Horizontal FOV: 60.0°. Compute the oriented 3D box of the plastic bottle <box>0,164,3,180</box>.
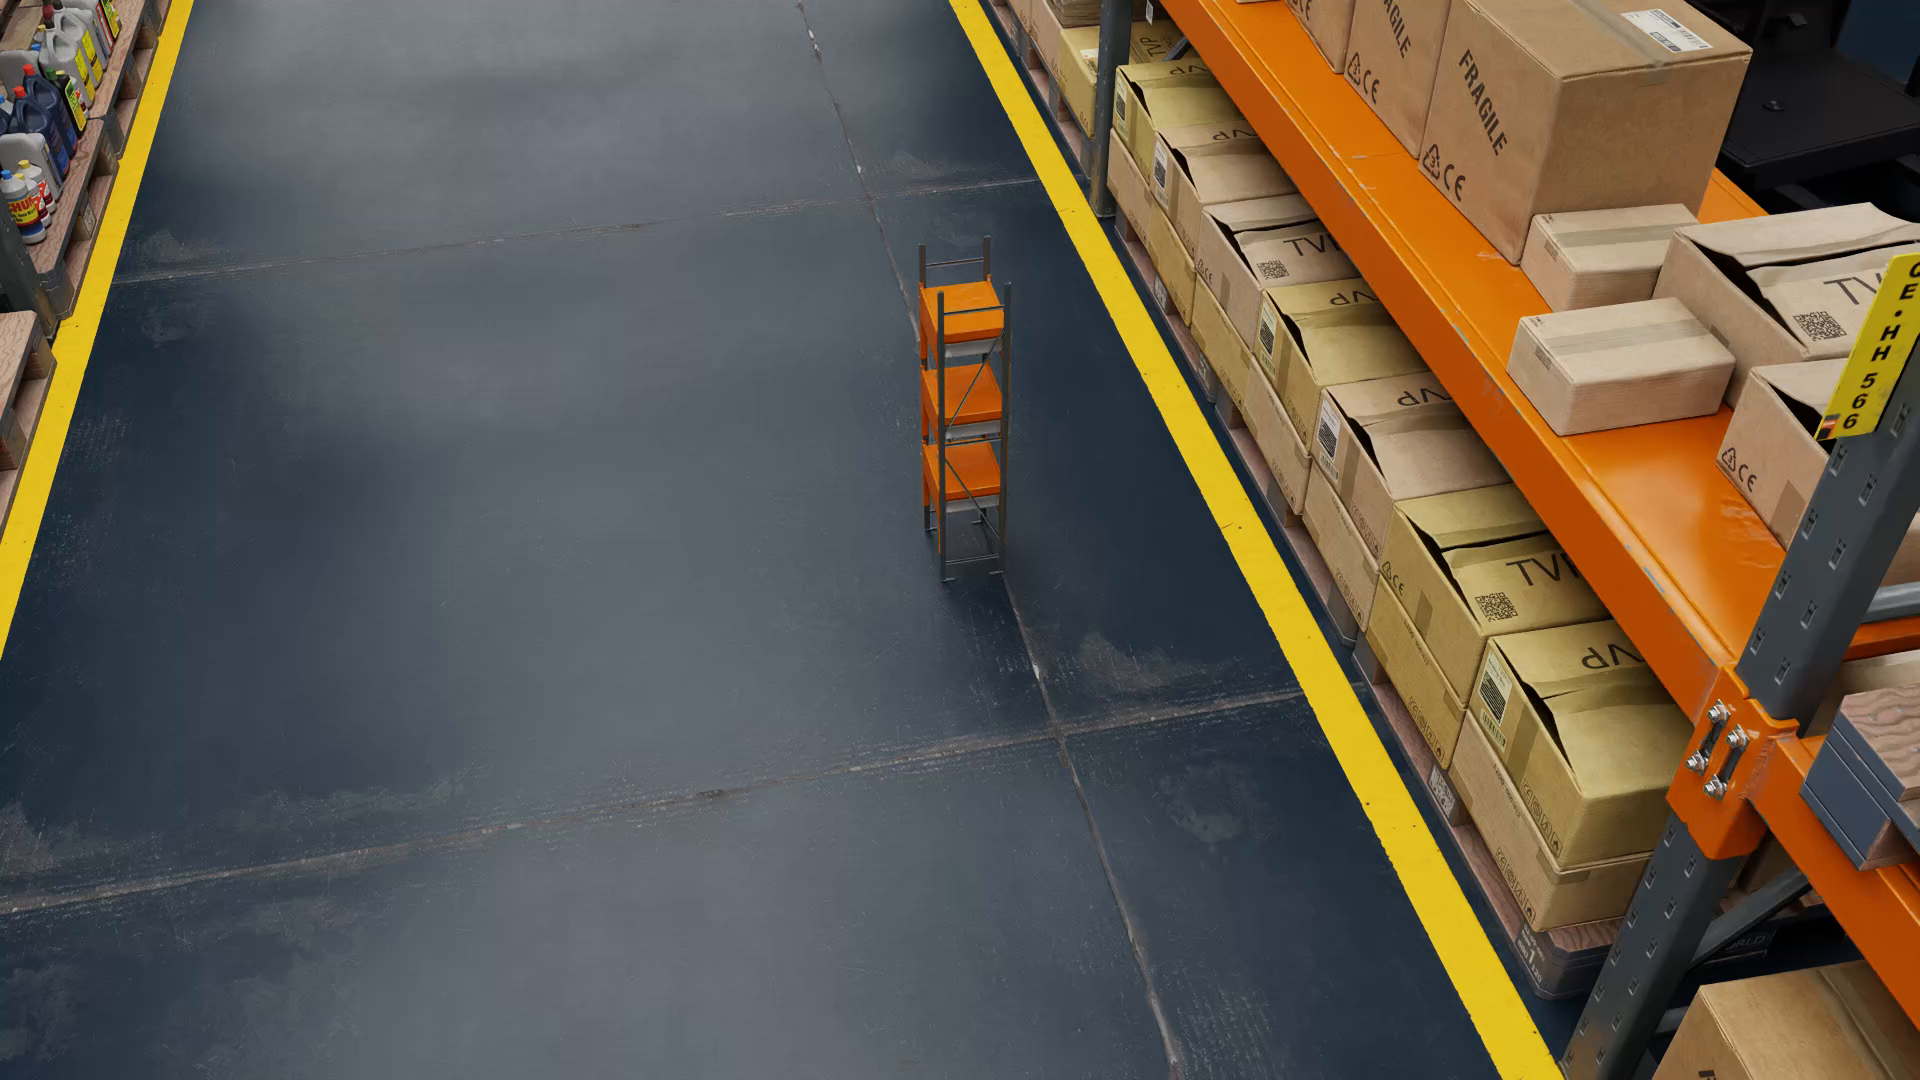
[{"bbox_3d":[-3.650,-1.423,6.308,0.061,0.283,0.133,-8,42,-9],"label":"plastic bottle"}]

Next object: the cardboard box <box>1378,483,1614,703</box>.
[{"bbox_3d":[1.420,0.092,4.219,0.500,0.311,0.500,-9,42,-10],"label":"cardboard box"}]

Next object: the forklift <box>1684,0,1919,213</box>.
[{"bbox_3d":[3.301,-2.670,6.050,1.130,2.935,3.031,-15,44,-16],"label":"forklift"}]

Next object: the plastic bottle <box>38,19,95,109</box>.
[{"bbox_3d":[-3.711,-1.969,6.873,0.144,0.351,0.185,-9,42,-10],"label":"plastic bottle"}]

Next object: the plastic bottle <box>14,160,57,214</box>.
[{"bbox_3d":[-3.494,-1.334,6.270,0.097,0.201,0.097,0,42,0],"label":"plastic bottle"}]

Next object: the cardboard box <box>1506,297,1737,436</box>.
[{"bbox_3d":[1.428,-0.379,3.607,0.380,0.149,0.250,-8,42,-9],"label":"cardboard box"}]

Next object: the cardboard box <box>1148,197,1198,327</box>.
[{"bbox_3d":[0.983,-1.023,5.897,0.500,0.250,0.500,-7,42,-8],"label":"cardboard box"}]

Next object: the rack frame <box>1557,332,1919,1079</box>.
[{"bbox_3d":[1.892,0.070,2.911,1.000,3.000,0.127,-8,42,-9],"label":"rack frame"}]

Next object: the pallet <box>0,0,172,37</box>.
[{"bbox_3d":[-4.440,-2.795,8.240,1.003,0.211,1.213,-8,42,-9],"label":"pallet"}]

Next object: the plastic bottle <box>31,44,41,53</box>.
[{"bbox_3d":[-3.859,-1.989,7.007,0.097,0.201,0.097,0,42,0],"label":"plastic bottle"}]

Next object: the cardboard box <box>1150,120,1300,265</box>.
[{"bbox_3d":[0.977,-1.232,5.711,0.500,0.311,0.500,-9,42,-10],"label":"cardboard box"}]

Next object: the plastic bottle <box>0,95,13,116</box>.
[{"bbox_3d":[-3.727,-1.619,6.538,0.097,0.271,0.097,0,42,0],"label":"plastic bottle"}]

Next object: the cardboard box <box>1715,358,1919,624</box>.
[{"bbox_3d":[1.856,-0.138,3.213,0.500,0.311,0.500,-6,42,-7],"label":"cardboard box"}]

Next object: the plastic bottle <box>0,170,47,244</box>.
[{"bbox_3d":[-3.450,-1.229,6.098,0.097,0.271,0.097,0,42,0],"label":"plastic bottle"}]

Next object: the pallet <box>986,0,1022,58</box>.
[{"bbox_3d":[0.631,-2.793,8.238,1.003,0.211,1.213,-8,42,-9],"label":"pallet"}]

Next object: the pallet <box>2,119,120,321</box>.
[{"bbox_3d":[-3.913,-1.213,6.458,1.003,0.211,1.213,-8,42,-9],"label":"pallet"}]

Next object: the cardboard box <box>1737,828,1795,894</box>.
[{"bbox_3d":[2.066,0.560,4.114,0.500,0.250,0.500,-8,42,-9],"label":"cardboard box"}]

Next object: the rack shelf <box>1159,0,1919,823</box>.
[{"bbox_3d":[1.460,-0.957,4.610,1.077,0.370,4.000,-8,42,-9],"label":"rack shelf"}]

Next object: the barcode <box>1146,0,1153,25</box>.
[{"bbox_3d":[0.677,-1.886,5.944,0.001,0.075,0.075,-8,42,-9],"label":"barcode"}]

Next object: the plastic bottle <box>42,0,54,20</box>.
[{"bbox_3d":[-3.924,-2.246,7.235,0.061,0.283,0.133,-8,42,-9],"label":"plastic bottle"}]

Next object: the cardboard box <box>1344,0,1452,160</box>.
[{"bbox_3d":[1.400,-1.393,4.485,0.500,0.500,0.500,-8,42,-9],"label":"cardboard box"}]

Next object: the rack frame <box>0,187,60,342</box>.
[{"bbox_3d":[-3.809,-1.815,5.035,1.000,3.000,0.127,-8,42,-9],"label":"rack frame"}]

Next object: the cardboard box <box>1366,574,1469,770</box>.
[{"bbox_3d":[1.425,0.302,4.405,0.500,0.250,0.500,-9,42,-10],"label":"cardboard box"}]

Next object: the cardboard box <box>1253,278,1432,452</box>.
[{"bbox_3d":[1.207,-0.561,4.955,0.500,0.311,0.500,-7,42,-8],"label":"cardboard box"}]

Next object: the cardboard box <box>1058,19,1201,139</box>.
[{"bbox_3d":[0.715,-1.920,6.909,0.500,0.250,0.500,-8,42,-9],"label":"cardboard box"}]

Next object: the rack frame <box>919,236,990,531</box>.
[{"bbox_3d":[-0.015,-0.437,4.951,0.200,1.050,0.008,-8,42,-9],"label":"rack frame"}]

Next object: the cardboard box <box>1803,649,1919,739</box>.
[{"bbox_3d":[2.066,0.350,3.928,0.500,0.311,0.500,-7,42,-8],"label":"cardboard box"}]

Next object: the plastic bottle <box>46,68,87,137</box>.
[{"bbox_3d":[-3.614,-1.782,6.712,0.061,0.283,0.133,-7,42,-7],"label":"plastic bottle"}]

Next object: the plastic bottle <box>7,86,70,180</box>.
[{"bbox_3d":[-3.578,-1.572,6.425,0.144,0.351,0.185,-7,42,-8],"label":"plastic bottle"}]

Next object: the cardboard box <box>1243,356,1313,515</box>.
[{"bbox_3d":[1.206,-0.357,5.148,0.500,0.250,0.500,-8,42,-8],"label":"cardboard box"}]

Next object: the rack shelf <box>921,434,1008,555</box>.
[{"bbox_3d":[0.012,-0.142,5.054,0.215,0.259,0.240,-8,42,-9],"label":"rack shelf"}]

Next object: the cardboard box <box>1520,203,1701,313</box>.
[{"bbox_3d":[1.562,-0.654,3.917,0.380,0.149,0.250,-5,42,-6],"label":"cardboard box"}]

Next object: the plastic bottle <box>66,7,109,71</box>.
[{"bbox_3d":[-3.790,-2.169,7.154,0.152,0.276,0.135,-9,42,-10],"label":"plastic bottle"}]

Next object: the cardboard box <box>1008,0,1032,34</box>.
[{"bbox_3d":[0.494,-2.568,7.638,0.500,0.250,0.500,-8,42,-9],"label":"cardboard box"}]

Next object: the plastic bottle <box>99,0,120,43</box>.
[{"bbox_3d":[-3.805,-2.356,7.359,0.061,0.283,0.133,-7,42,-8],"label":"plastic bottle"}]

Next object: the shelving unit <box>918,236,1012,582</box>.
[{"bbox_3d":[0.012,-0.358,4.862,0.215,1.050,0.252,-8,42,-9],"label":"shelving unit"}]

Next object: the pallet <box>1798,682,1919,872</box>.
[{"bbox_3d":[2.107,0.572,2.491,1.213,0.211,1.003,-8,42,-9],"label":"pallet"}]

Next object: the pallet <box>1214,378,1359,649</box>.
[{"bbox_3d":[1.492,-0.215,5.333,1.003,0.211,1.213,-8,42,-9],"label":"pallet"}]
